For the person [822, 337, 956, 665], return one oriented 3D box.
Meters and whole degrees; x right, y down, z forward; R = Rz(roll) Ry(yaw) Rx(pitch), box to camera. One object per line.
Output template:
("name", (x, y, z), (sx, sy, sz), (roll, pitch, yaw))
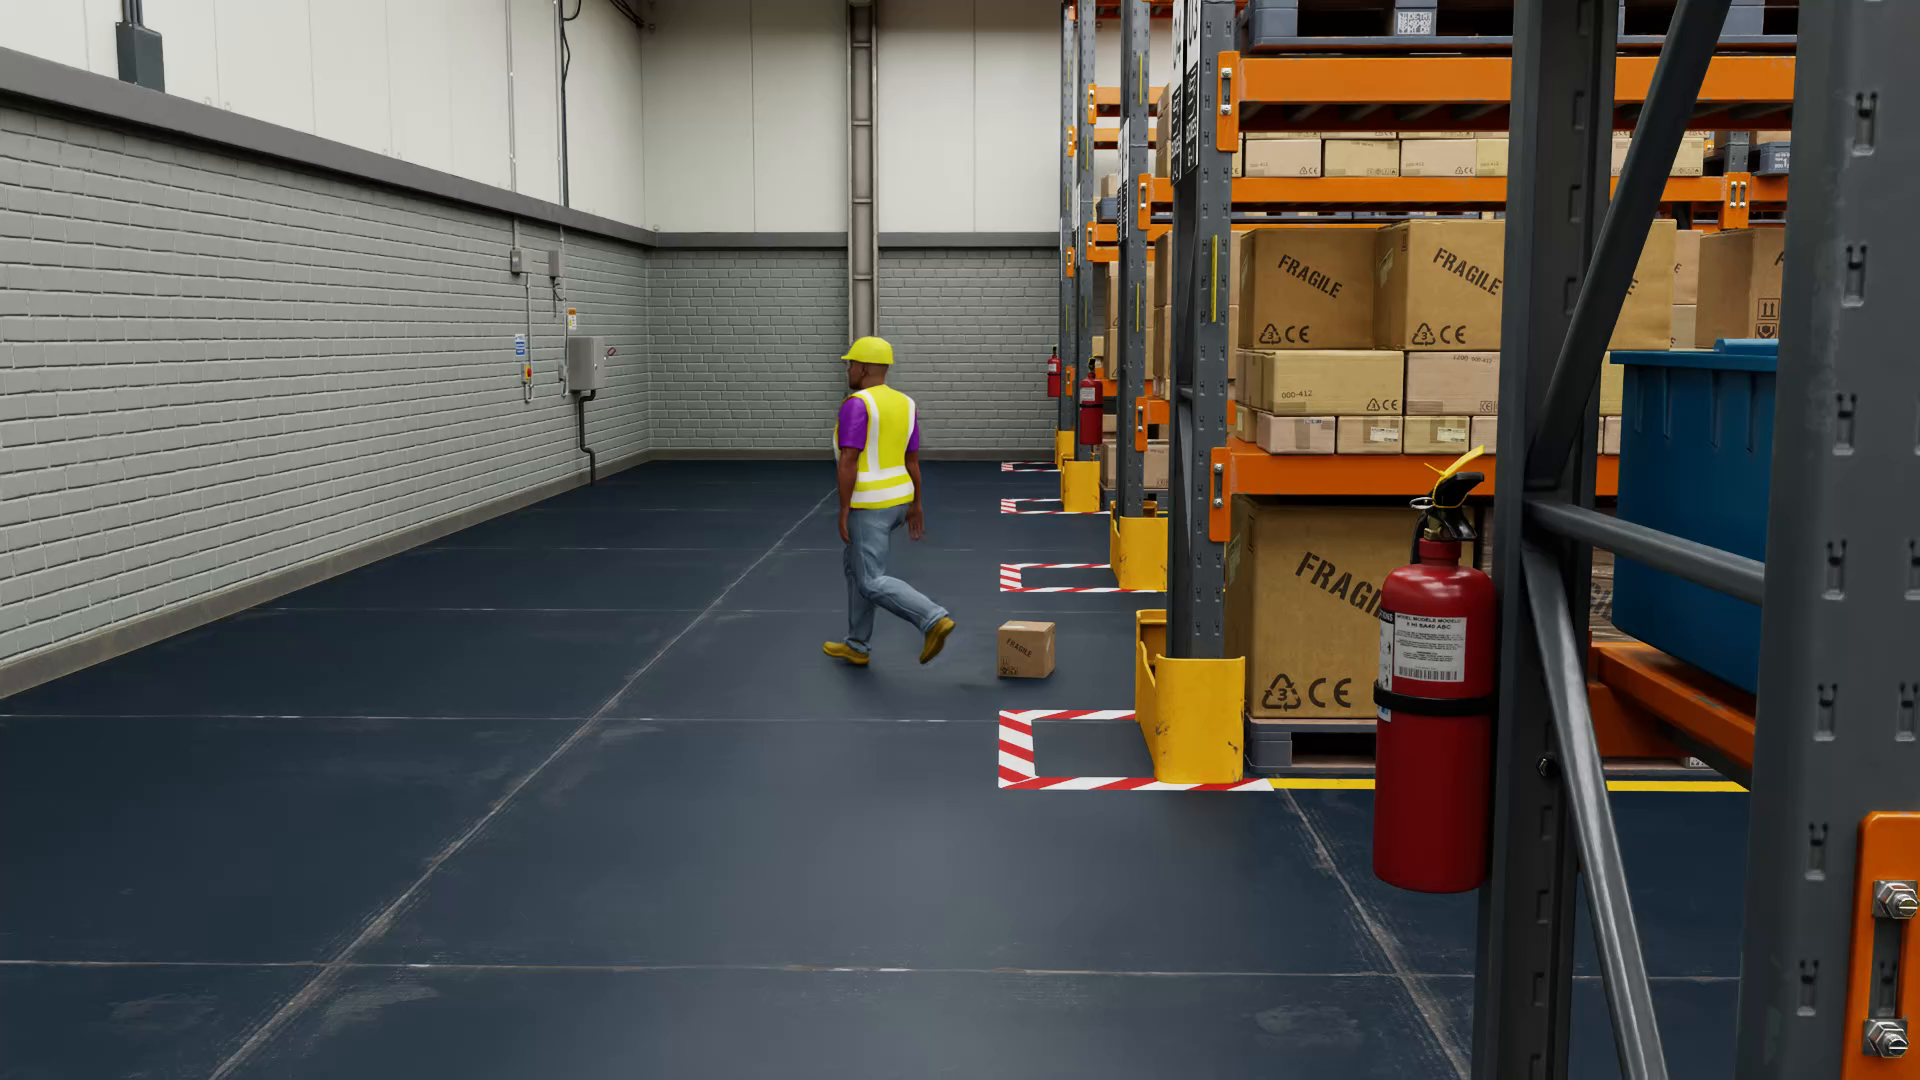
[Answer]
("person", (-0.389, -0.183, 8.646), (0.921, 1.735, 0.610), (4, 8, 30))
